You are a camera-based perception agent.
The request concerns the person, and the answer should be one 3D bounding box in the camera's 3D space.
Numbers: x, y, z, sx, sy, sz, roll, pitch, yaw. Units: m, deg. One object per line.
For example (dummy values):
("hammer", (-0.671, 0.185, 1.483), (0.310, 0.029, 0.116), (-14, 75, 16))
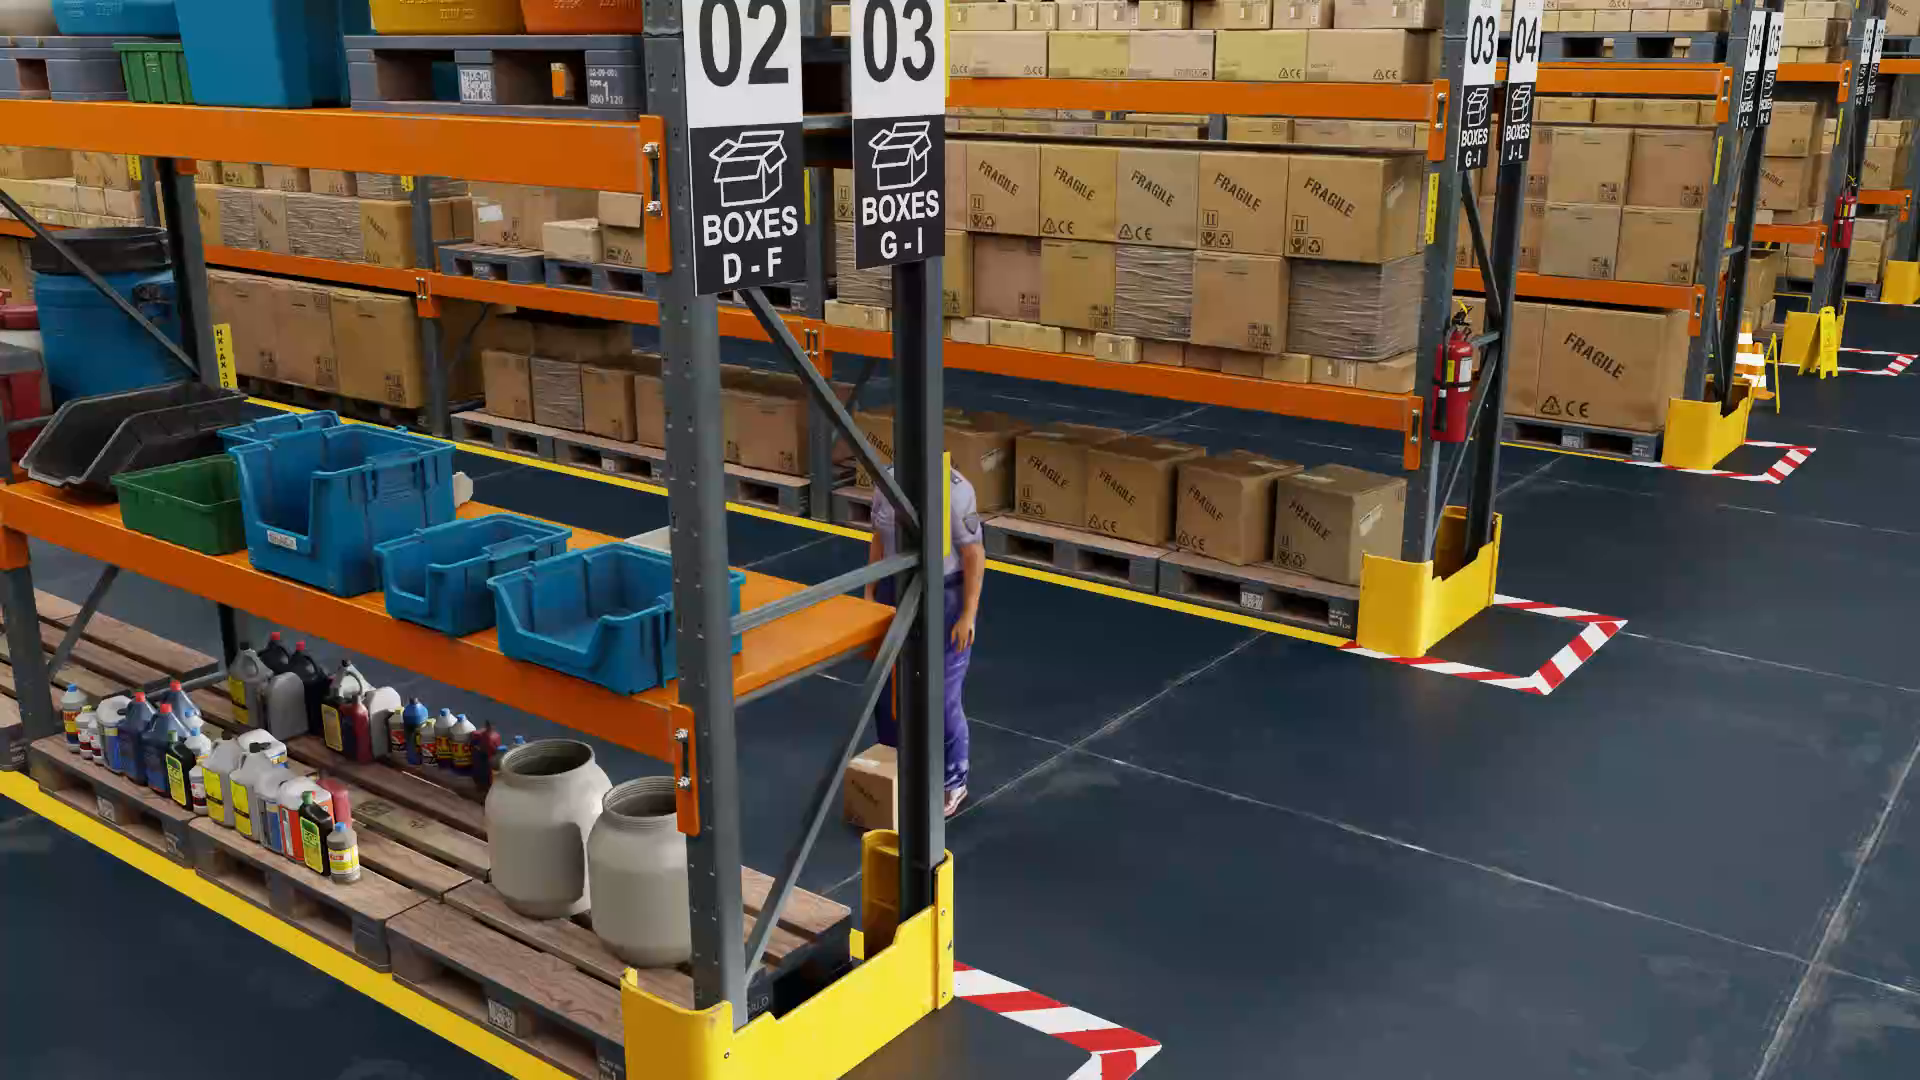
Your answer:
("person", (-0.158, 0.274, 6.643), (0.560, 1.649, 0.366), (11, 20, 33))
